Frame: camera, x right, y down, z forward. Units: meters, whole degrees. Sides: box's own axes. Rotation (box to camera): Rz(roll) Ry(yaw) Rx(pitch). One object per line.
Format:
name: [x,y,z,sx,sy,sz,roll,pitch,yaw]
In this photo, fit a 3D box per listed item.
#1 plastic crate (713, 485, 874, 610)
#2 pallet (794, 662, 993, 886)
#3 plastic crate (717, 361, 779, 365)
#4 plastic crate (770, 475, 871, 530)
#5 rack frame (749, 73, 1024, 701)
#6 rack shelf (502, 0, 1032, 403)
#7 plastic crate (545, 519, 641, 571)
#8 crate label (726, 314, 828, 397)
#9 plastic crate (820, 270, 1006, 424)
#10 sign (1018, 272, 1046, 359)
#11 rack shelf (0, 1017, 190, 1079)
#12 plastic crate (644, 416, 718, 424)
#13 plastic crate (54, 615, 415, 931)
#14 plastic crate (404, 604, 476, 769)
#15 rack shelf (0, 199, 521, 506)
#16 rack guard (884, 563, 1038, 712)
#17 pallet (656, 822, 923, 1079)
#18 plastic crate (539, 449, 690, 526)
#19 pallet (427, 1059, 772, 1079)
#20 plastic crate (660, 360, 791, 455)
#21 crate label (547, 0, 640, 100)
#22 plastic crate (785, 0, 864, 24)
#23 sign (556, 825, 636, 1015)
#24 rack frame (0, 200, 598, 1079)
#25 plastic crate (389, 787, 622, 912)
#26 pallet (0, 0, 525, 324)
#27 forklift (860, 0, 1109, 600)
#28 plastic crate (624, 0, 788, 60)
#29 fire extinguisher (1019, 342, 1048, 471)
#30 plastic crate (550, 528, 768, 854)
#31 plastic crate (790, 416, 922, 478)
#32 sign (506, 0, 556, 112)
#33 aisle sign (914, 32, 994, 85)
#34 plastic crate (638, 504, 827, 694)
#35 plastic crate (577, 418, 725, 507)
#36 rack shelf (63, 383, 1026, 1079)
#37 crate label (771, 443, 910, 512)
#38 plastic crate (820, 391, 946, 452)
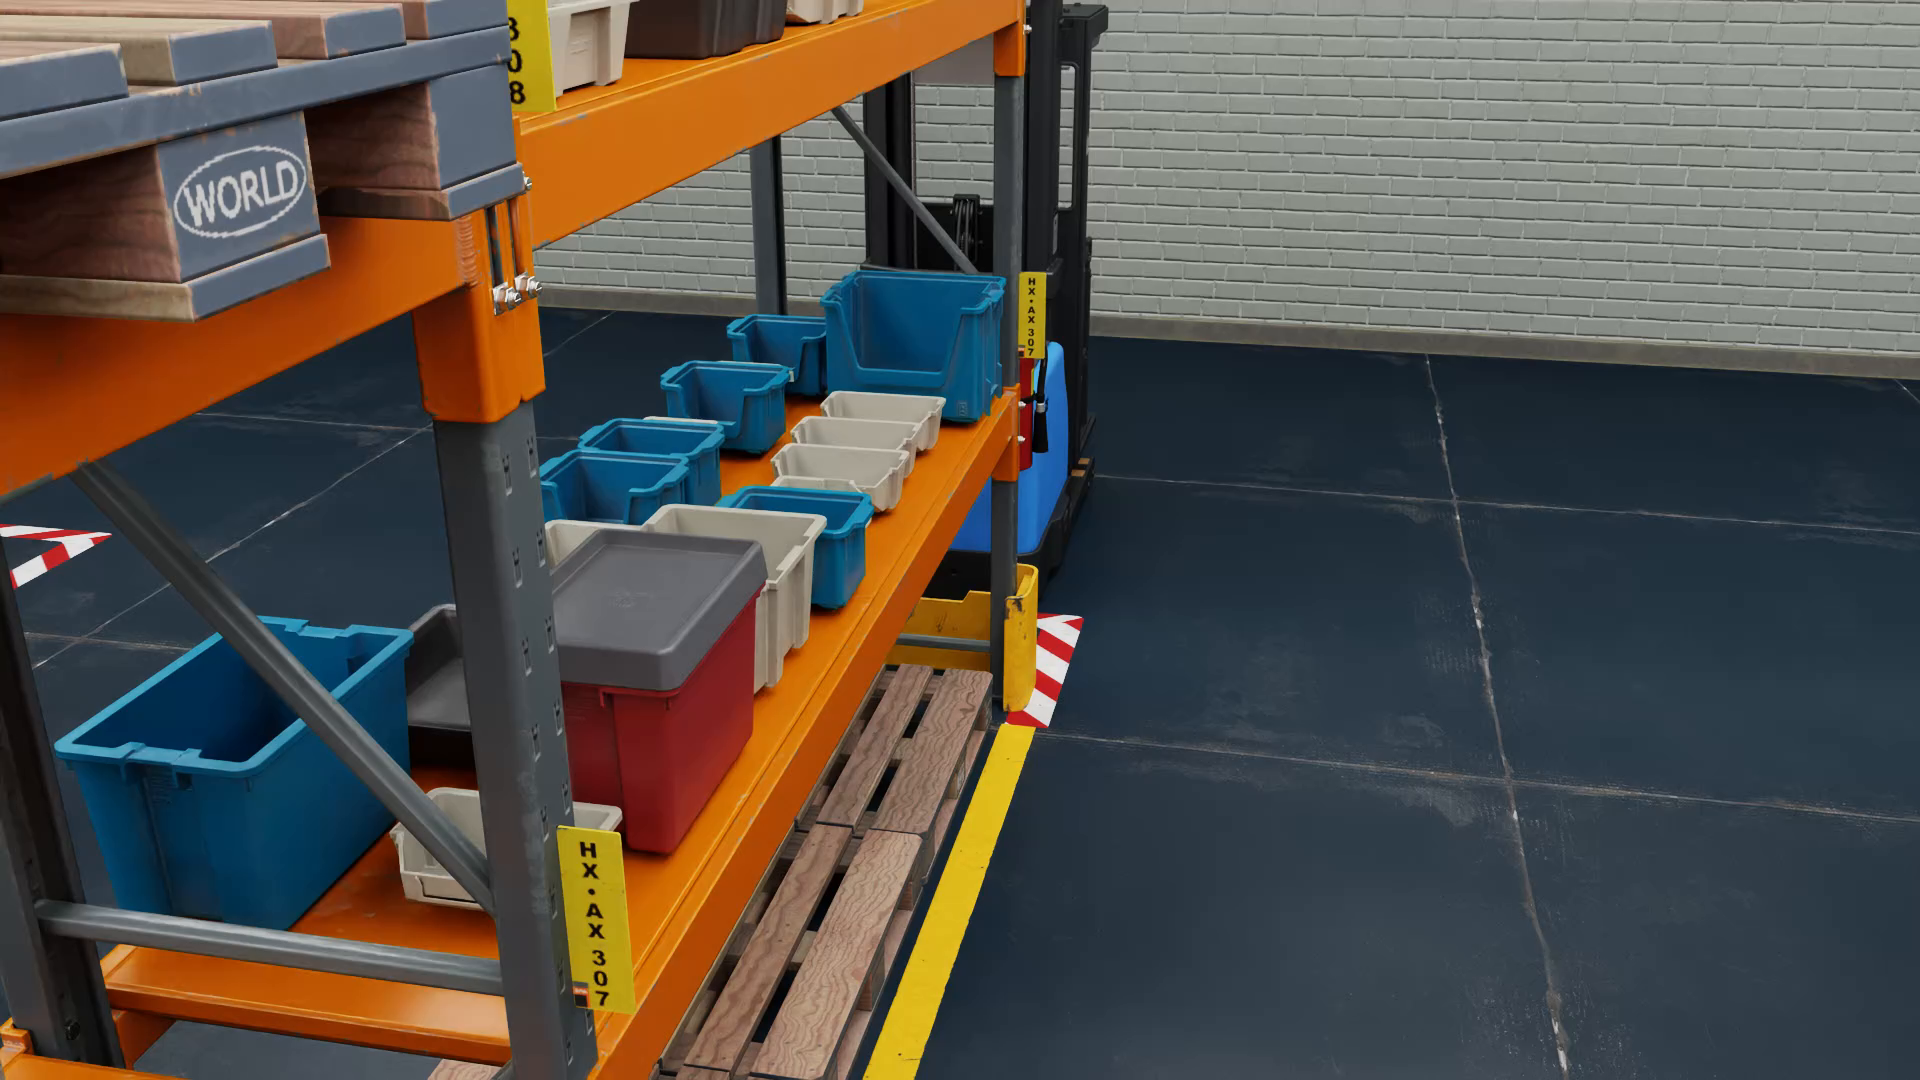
plastic crate: [-0.441,0.024,4.423,0.416,0.233,0.300,4,22,11]
pallet: [-0.480,0.796,6.096,1.003,0.211,1.213,4,22,11]
plastic crate: [-0.792,-0.526,5.917,0.250,0.136,0.298,4,22,11]
plastic crate: [-0.411,-0.072,4.789,0.298,0.136,0.250,4,22,11]
rack frame: [-0.273,-0.797,6.316,1.000,3.000,0.127,4,22,11]
rack shelf: [-0.681,-1.123,4.074,1.077,0.370,4.000,4,22,11]
plastic crate: [-1.028,0.101,4.360,0.293,0.136,0.466,4,22,11]
crate label: [-0.646,-0.682,6.175,0.416,0.233,0.303,4,22,11]
plastic crate: [-0.159,-0.704,5.959,0.616,0.435,0.499,4,22,11]
sign: [0.269,-0.836,6.196,0.100,0.325,0.005,4,22,11]
rack shelf: [-1.498,1.731,1.002,1.077,0.370,4.000,4,22,11]
plastic crate: [-0.931,-0.278,5.301,0.250,0.136,0.298,4,22,11]
plastic crate: [-1.328,0.449,3.164,0.392,0.384,0.575,4,22,11]
plastic crate: [-1.124,0.336,3.791,0.437,0.125,0.590,4,22,11]
rack shelf: [-1.498,0.340,0.442,1.077,0.370,4.000,4,22,11]
rack guard: [-0.281,0.353,6.808,1.175,0.500,0.348,4,22,11]
pallet: [-0.731,1.240,4.991,1.003,0.211,1.213,4,22,11]
plastic crate: [-0.976,-0.090,4.706,0.416,0.233,0.300,4,22,11]
pallet: [-0.977,1.688,3.880,1.003,0.211,1.213,4,22,11]
plastic crate: [-0.780,-0.441,5.577,0.416,0.233,0.300,4,22,11]
crate label: [-0.707,-0.760,2.563,0.293,0.136,0.466,4,22,11]
plastic crate: [-0.452,-1.291,3.882,0.437,0.136,0.530,4,22,11]
sign: [-0.551,0.581,2.527,0.100,0.325,0.005,4,22,11]
rack frame: [-1.086,0.667,2.683,0.949,2.616,0.053,4,22,11]
plastic crate: [-0.855,0.601,3.118,0.396,0.136,0.243,4,22,11]
pallet: [-1.154,-0.343,1.429,1.213,0.211,1.003,4,22,11]
forklift: [0.124,-1.589,8.377,1.130,2.935,3.031,4,22,11]
plastic crate: [-0.568,-1.098,3.224,0.497,0.269,0.590,4,22,11]
fire extinguisher: [0.202,-0.608,6.451,0.296,0.674,0.183,4,22,11]
plastic crate: [-0.662,0.301,3.424,0.402,0.464,0.583,4,22,11]
plastic crate: [-0.336,-0.285,5.319,0.396,0.136,0.243,4,22,11]
sign: [-0.551,-0.687,2.016,0.100,0.325,0.005,4,22,11]
aisle sign: [0.028,-2.006,5.841,0.394,0.787,0.004,4,22,11]
plastic crate: [-0.598,0.149,4.047,0.437,0.282,0.530,4,22,11]
plastic crate: [-0.915,-0.200,4.979,0.416,0.233,0.300,4,22,11]
rack shelf: [-0.681,0.269,4.635,1.077,0.370,4.000,4,22,11]
crate label: [-0.369,-0.181,5.062,0.396,0.136,0.243,4,22,11]
plastic crate: [-0.262,-0.390,5.580,0.396,0.136,0.243,4,22,11]
